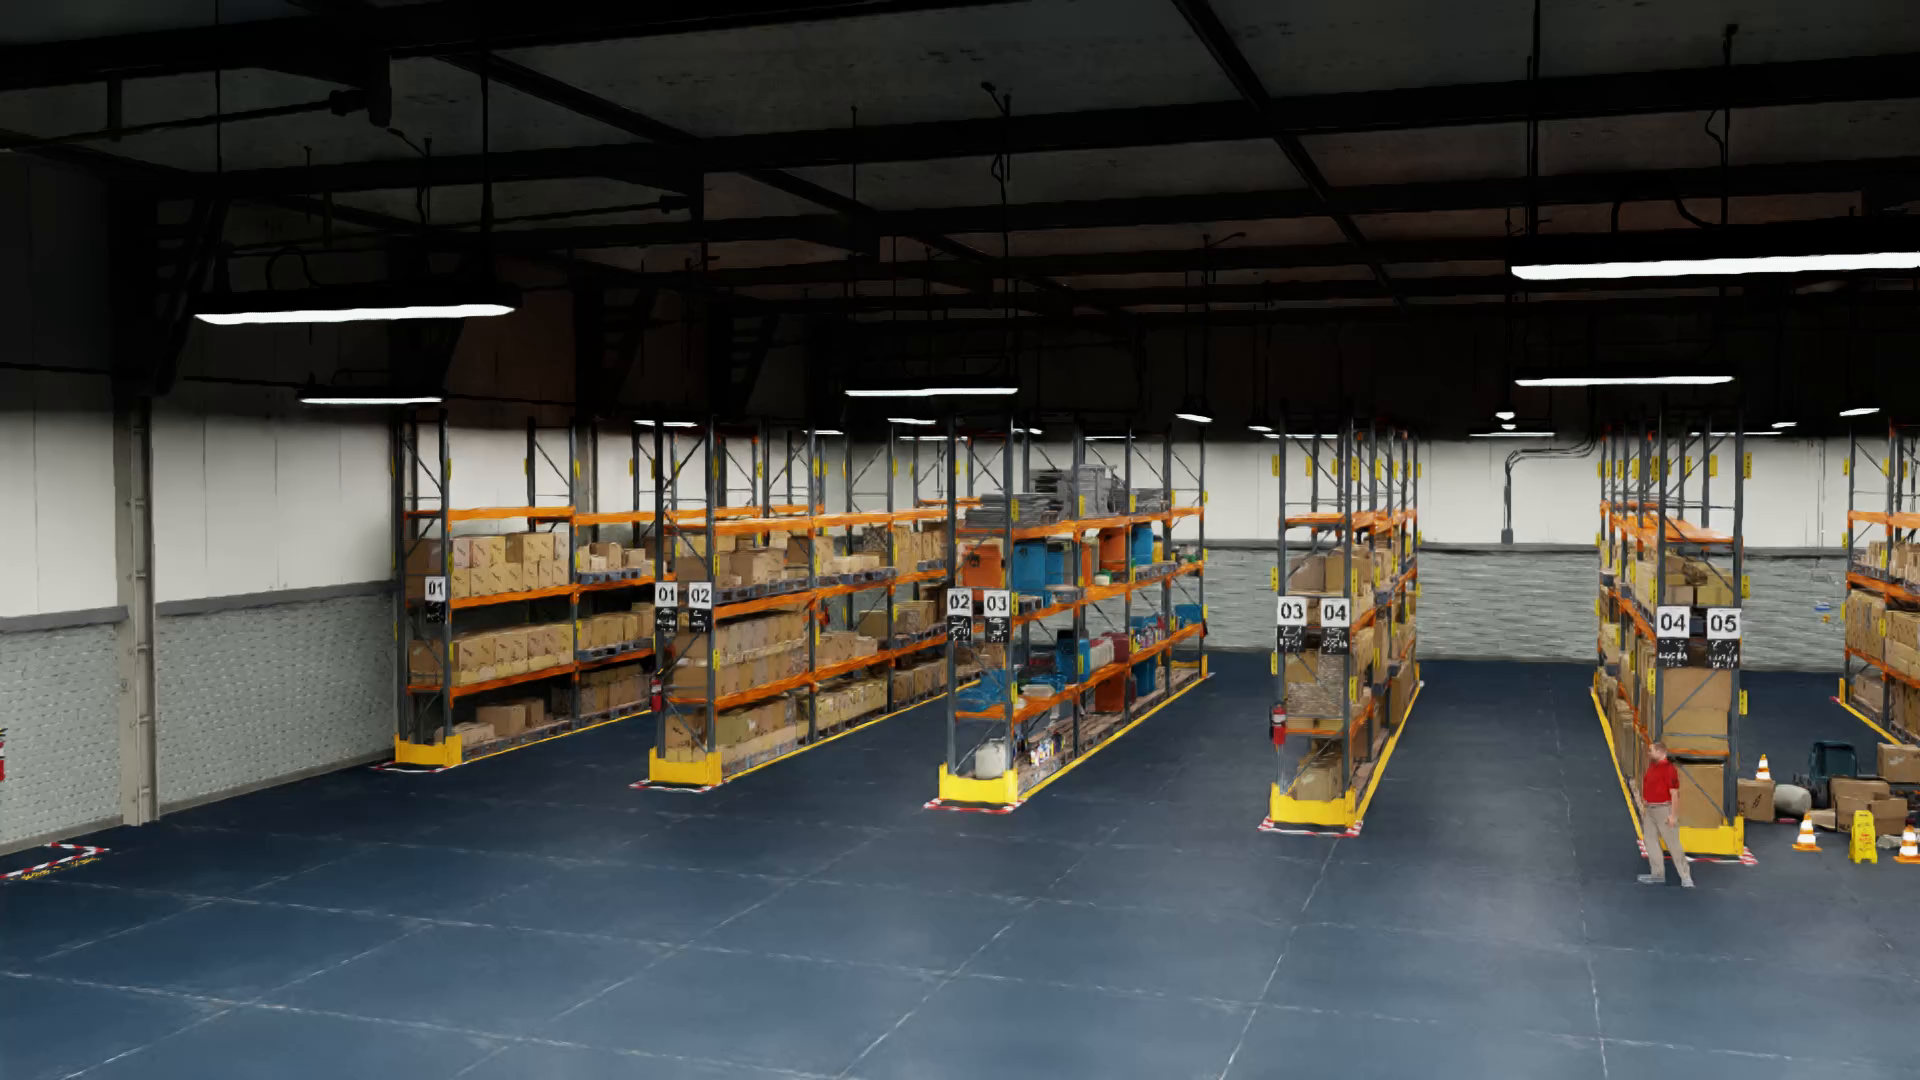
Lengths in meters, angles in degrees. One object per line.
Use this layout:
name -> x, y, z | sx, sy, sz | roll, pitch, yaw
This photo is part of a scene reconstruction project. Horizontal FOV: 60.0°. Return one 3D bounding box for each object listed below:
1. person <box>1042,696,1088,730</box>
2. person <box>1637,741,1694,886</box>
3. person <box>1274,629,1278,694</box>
person -> 2.019, 2.766, 31.618 | 0.594, 1.753, 0.995 | 2, 3, 40
person -> 8.528, 3.288, 20.070 | 0.554, 1.720, 0.653 | 0, 2, -8
person -> 7.108, 2.543, 36.304 | 0.464, 1.772, 0.645 | 0, 2, -7
